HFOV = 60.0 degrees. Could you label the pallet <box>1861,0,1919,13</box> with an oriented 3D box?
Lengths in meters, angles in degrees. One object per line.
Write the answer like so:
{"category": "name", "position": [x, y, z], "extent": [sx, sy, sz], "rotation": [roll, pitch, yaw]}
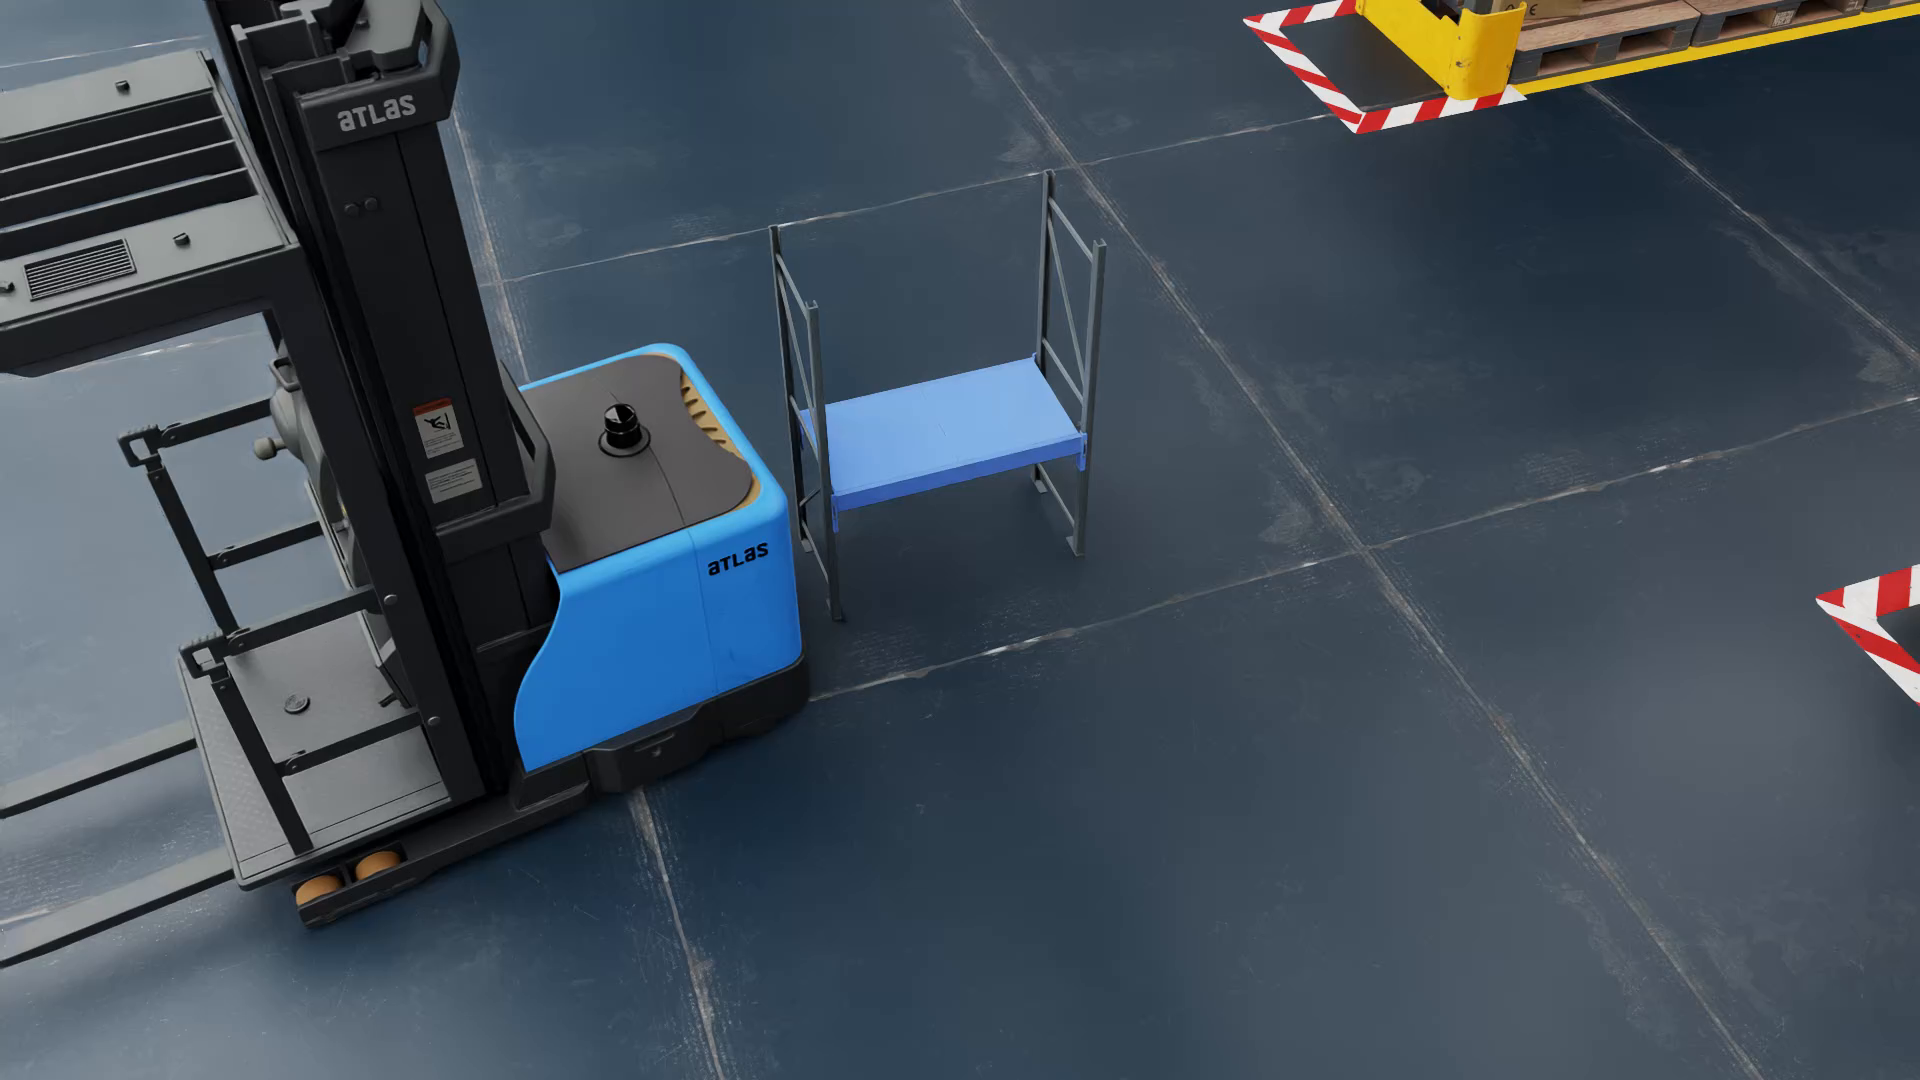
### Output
{"category": "pallet", "position": [5.765, -3.673, 10.262], "extent": [1.213, 0.211, 1.003], "rotation": [-14, 47, -14]}

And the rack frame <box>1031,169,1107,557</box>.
{"category": "rack frame", "position": [0.398, -0.631, 6.320], "extent": [0.032, 1.500, 0.500], "rotation": [-14, 47, -14]}

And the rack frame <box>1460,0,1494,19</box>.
{"category": "rack frame", "position": [2.622, -3.880, 8.500], "extent": [0.127, 3.000, 1.000], "rotation": [-14, 47, -14]}

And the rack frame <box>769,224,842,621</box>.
{"category": "rack frame", "position": [-0.558, -0.387, 6.076], "extent": [0.032, 1.500, 0.500], "rotation": [-14, 47, -14]}

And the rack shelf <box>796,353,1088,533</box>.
{"category": "rack shelf", "position": [-0.080, -0.382, 6.326], "extent": [1.000, 0.185, 0.538], "rotation": [-14, 47, -14]}

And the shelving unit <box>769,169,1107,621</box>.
{"category": "shelving unit", "position": [-0.080, -0.509, 6.198], "extent": [1.048, 1.500, 0.538], "rotation": [-14, 47, -14]}

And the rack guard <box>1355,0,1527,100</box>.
{"category": "rack guard", "position": [2.694, -3.016, 9.403], "extent": [0.348, 0.500, 1.175], "rotation": [-14, 47, -14]}
